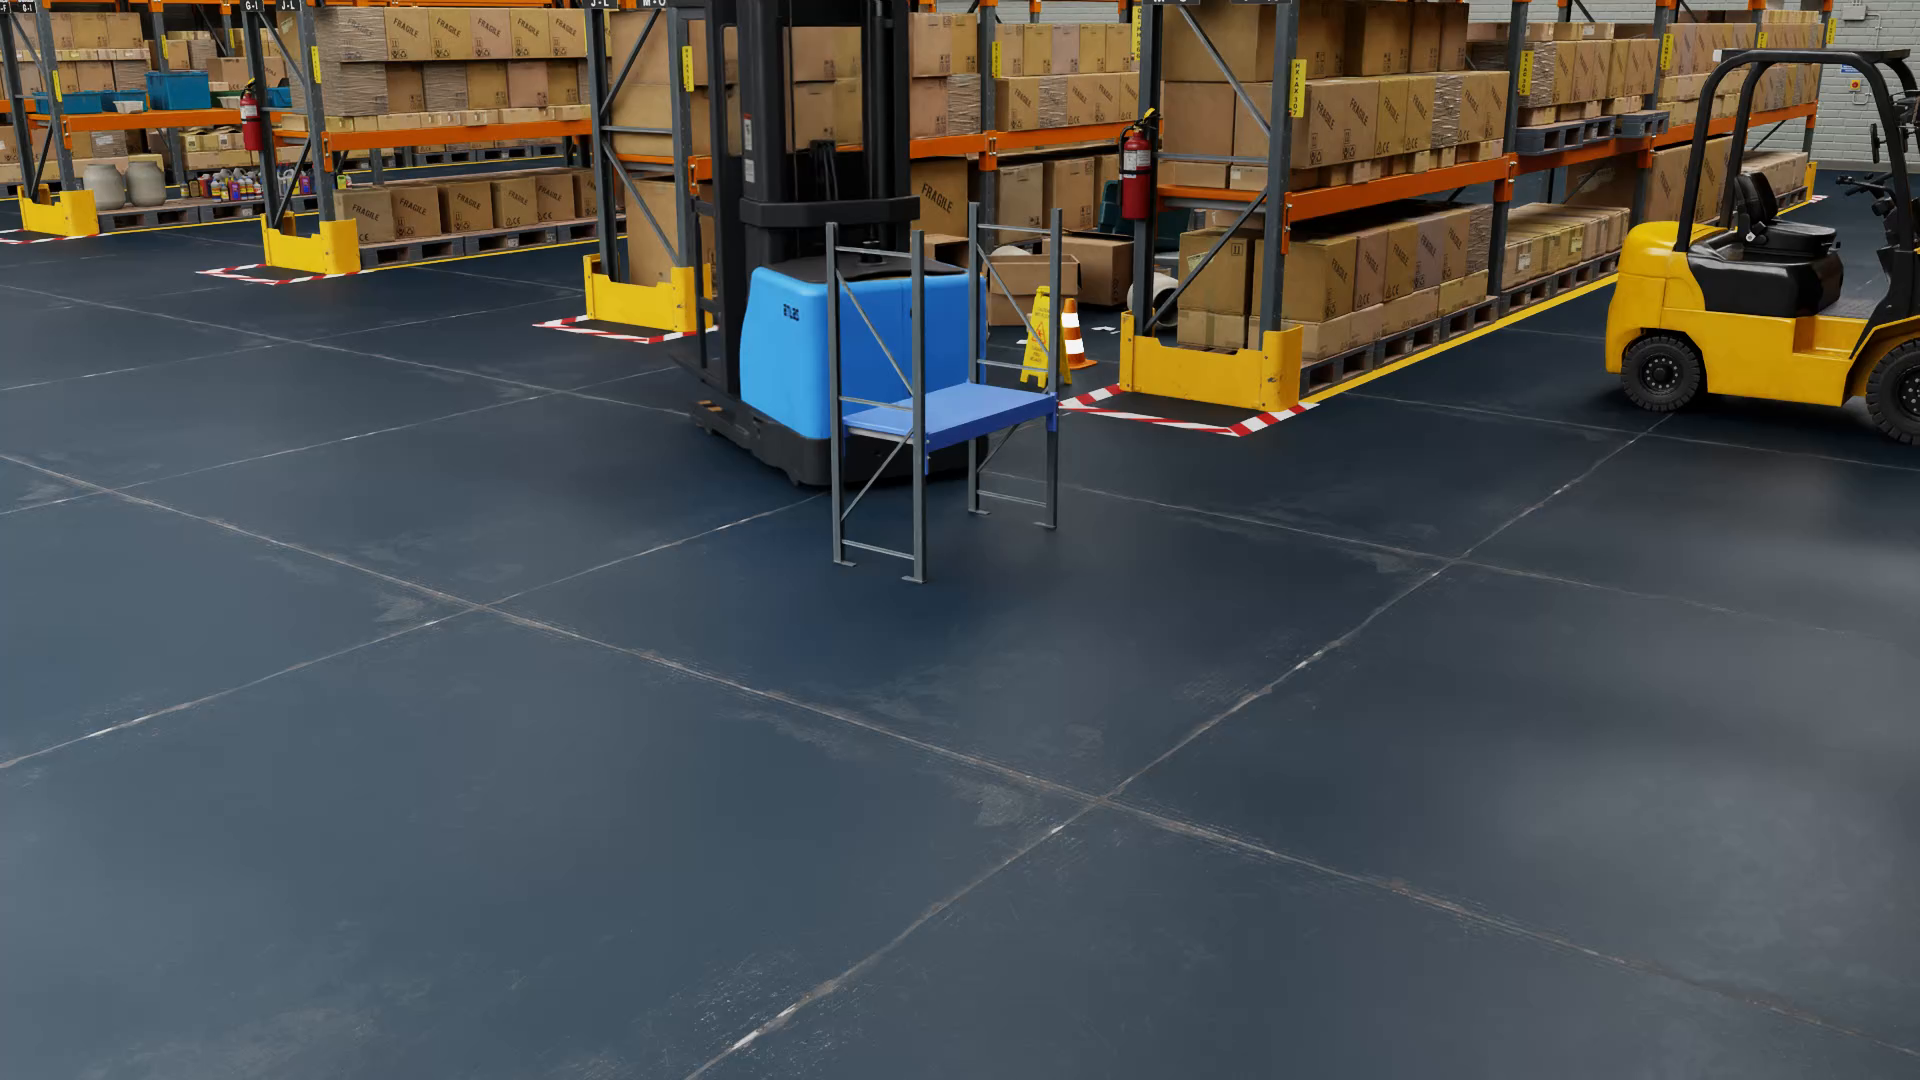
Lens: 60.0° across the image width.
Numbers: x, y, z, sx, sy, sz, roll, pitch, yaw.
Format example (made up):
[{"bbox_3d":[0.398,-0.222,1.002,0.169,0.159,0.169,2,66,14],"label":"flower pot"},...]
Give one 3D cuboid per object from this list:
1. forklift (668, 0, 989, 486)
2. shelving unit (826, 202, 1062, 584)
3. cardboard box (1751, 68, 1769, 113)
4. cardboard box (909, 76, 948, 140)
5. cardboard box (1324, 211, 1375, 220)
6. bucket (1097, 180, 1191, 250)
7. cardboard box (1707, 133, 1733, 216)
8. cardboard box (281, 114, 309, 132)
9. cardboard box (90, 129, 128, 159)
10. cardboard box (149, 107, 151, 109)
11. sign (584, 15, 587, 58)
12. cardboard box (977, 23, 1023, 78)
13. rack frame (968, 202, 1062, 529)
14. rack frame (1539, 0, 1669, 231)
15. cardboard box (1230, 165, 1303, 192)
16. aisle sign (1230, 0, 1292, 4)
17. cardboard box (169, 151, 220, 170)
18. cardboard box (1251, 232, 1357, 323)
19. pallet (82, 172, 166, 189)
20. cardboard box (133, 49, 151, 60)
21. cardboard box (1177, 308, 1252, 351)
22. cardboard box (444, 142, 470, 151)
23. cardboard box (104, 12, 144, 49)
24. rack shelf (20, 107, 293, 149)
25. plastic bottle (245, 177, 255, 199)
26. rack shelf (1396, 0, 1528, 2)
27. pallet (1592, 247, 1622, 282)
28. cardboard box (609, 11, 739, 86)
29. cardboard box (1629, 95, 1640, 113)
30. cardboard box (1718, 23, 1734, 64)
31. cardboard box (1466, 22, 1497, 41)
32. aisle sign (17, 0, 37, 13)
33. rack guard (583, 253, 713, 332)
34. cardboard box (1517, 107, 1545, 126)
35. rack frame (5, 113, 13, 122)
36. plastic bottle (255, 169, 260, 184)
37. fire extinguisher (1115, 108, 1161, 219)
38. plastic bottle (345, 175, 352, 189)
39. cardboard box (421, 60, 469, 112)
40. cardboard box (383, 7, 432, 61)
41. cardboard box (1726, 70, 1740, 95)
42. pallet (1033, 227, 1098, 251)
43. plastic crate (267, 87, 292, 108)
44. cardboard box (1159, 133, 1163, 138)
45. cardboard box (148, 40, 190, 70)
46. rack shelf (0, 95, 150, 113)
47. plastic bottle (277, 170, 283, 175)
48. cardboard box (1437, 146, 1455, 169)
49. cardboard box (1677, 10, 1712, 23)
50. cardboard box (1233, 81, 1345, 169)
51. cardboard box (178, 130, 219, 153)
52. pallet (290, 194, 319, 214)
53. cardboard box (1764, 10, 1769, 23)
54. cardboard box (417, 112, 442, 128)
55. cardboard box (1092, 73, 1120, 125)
[{"bbox_3d":[-0.953,-2.066,9.454,1.130,2.935,3.031,-8,19,-25],"label":"forklift"},{"bbox_3d":[-0.051,-0.696,7.456,0.538,1.500,1.048,12,21,35],"label":"shelving unit"},{"bbox_3d":[9.188,-5.313,19.626,0.500,0.500,0.500,13,22,36],"label":"cardboard box"},{"bbox_3d":[-0.624,-3.992,15.287,0.875,0.550,0.550,12,21,35],"label":"cardboard box"},{"bbox_3d":[2.743,-2.194,12.416,0.500,0.500,0.500,14,22,37],"label":"cardboard box"},{"bbox_3d":[1.666,-2.868,14.877,0.620,0.611,0.726,0,14,-35],"label":"bucket"},{"bbox_3d":[8.393,-4.224,19.162,0.875,0.875,0.875,13,22,36],"label":"cardboard box"},{"bbox_3d":[-6.407,-4.077,16.239,0.380,0.149,0.250,12,21,35],"label":"cardboard box"},{"bbox_3d":[-12.389,-5.776,23.951,0.500,0.500,0.500,12,21,35],"label":"cardboard box"},{"bbox_3d":[-14.356,-7.693,29.668,0.500,0.250,0.500,13,21,36],"label":"cardboard box"},{"bbox_3d":[-2.915,-3.957,13.078,0.100,0.325,0.005,12,21,35],"label":"sign"},{"bbox_3d":[0.187,-4.789,16.254,0.700,0.500,0.500,12,21,34],"label":"cardboard box"},{"bbox_3d":[0.252,-0.817,7.846,0.500,1.500,0.032,12,21,35],"label":"rack frame"},{"bbox_3d":[6.314,-4.247,16.362,1.000,3.000,0.127,12,21,35],"label":"rack frame"},{"bbox_3d":[1.916,-2.266,10.406,0.380,0.149,0.250,13,21,35],"label":"cardboard box"},{"bbox_3d":[1.760,-3.514,9.617,0.394,0.787,0.004,12,21,35],"label":"aisle sign"},{"bbox_3d":[-11.542,-5.737,25.087,0.500,0.250,0.500,12,21,33],"label":"cardboard box"},{"bbox_3d":[2.264,-1.736,10.940,0.500,0.500,0.500,12,21,33],"label":"cardboard box"},{"bbox_3d":[-12.489,-5.283,24.401,1.003,0.211,1.213,12,21,35],"label":"pallet"},{"bbox_3d":[-11.971,-7.052,24.132,0.380,0.149,0.250,12,21,35],"label":"cardboard box"},{"bbox_3d":[1.828,-1.475,11.363,0.500,0.250,0.500,12,21,34],"label":"cardboard box"},{"bbox_3d":[-8.790,-6.950,28.538,0.500,0.500,0.500,12,21,33],"label":"cardboard box"},{"bbox_3d":[-12.241,-7.357,24.022,0.700,0.500,0.500,13,21,35],"label":"cardboard box"},{"bbox_3d":[-9.197,-5.101,20.324,1.077,0.370,4.000,12,21,35],"label":"rack shelf"},{"bbox_3d":[-8.794,-4.357,20.576,0.097,0.271,0.097,0,17,0],"label":"plastic bottle"},{"bbox_3d":[2.739,-3.907,11.422,1.077,0.370,4.000,12,21,35],"label":"rack shelf"},{"bbox_3d":[5.848,-2.729,16.177,1.003,0.211,1.213,12,21,35],"label":"pallet"},{"bbox_3d":[-2.236,-3.861,13.046,0.875,0.550,0.550,12,21,35],"label":"cardboard box"},{"bbox_3d":[6.092,-4.063,15.486,0.380,0.149,0.250,12,21,34],"label":"cardboard box"},{"bbox_3d":[8.013,-5.332,18.003,0.500,0.500,0.500,13,22,36],"label":"cardboard box"},{"bbox_3d":[4.425,-4.311,14.095,0.380,0.149,0.250,12,21,33],"label":"cardboard box"},{"bbox_3d":[-10.196,-6.141,18.076,0.394,0.787,0.004,12,21,35],"label":"aisle sign"},{"bbox_3d":[-2.502,-1.993,13.318,1.175,0.500,0.348,12,21,35],"label":"rack guard"},{"bbox_3d":[4.514,-3.451,13.513,0.380,0.149,0.250,13,21,35],"label":"cardboard box"},{"bbox_3d":[-15.962,-7.671,27.389,1.000,3.000,0.127,12,21,35],"label":"rack frame"},{"bbox_3d":[-9.064,-4.638,21.459,0.061,0.283,0.133,14,22,37],"label":"plastic bottle"},{"bbox_3d":[1.109,-2.359,10.412,0.296,0.674,0.183,12,21,35],"label":"fire extinguisher"},{"bbox_3d":[-7.971,-4.653,21.646,0.097,0.201,0.097,0,17,0],"label":"plastic bottle"},{"bbox_3d":[-5.527,-4.660,17.023,0.875,0.500,0.500,12,21,35],"label":"cardboard box"},{"bbox_3d":[-5.561,-4.961,16.304,0.500,0.500,0.500,12,21,35],"label":"cardboard box"},{"bbox_3d":[8.338,-5.099,18.514,0.500,0.250,0.500,13,22,36],"label":"cardboard box"},{"bbox_3d":[1.021,-3.302,18.021,1.003,0.211,1.213,12,21,35],"label":"pallet"},{"bbox_3d":[-8.447,-5.538,20.770,0.499,0.251,0.616,12,21,35],"label":"plastic crate"},{"bbox_3d":[2.805,-6.923,27.853,0.875,0.875,0.875,12,21,35],"label":"cardboard box"},{"bbox_3d":[-14.162,-8.630,29.567,0.700,0.500,0.500,10,20,30],"label":"cardboard box"},{"bbox_3d":[-13.173,-5.977,23.146,1.077,0.370,4.000,12,21,35],"label":"rack shelf"},{"bbox_3d":[-8.809,-4.653,21.528,0.097,0.271,0.097,0,17,0],"label":"plastic bottle"},{"bbox_3d":[3.382,-2.801,12.130,0.380,0.149,0.250,12,21,34],"label":"cardboard box"},{"bbox_3d":[8.626,-6.164,19.588,0.380,0.149,0.250,12,21,34],"label":"cardboard box"},{"bbox_3d":[2.053,-2.595,10.373,0.500,0.500,0.500,12,21,34],"label":"cardboard box"},{"bbox_3d":[-11.535,-6.007,25.011,0.500,0.311,0.500,13,21,35],"label":"cardboard box"},{"bbox_3d":[-8.439,-4.436,21.674,1.003,0.211,1.213,12,21,35],"label":"pallet"},{"bbox_3d":[9.234,-6.128,19.471,0.380,0.149,0.250,13,21,35],"label":"cardboard box"},{"bbox_3d":[-5.438,-4.233,16.741,0.380,0.149,0.250,12,21,35],"label":"cardboard box"},{"bbox_3d":[1.328,-4.630,17.428,0.500,0.500,0.500,13,21,36],"label":"cardboard box"}]
